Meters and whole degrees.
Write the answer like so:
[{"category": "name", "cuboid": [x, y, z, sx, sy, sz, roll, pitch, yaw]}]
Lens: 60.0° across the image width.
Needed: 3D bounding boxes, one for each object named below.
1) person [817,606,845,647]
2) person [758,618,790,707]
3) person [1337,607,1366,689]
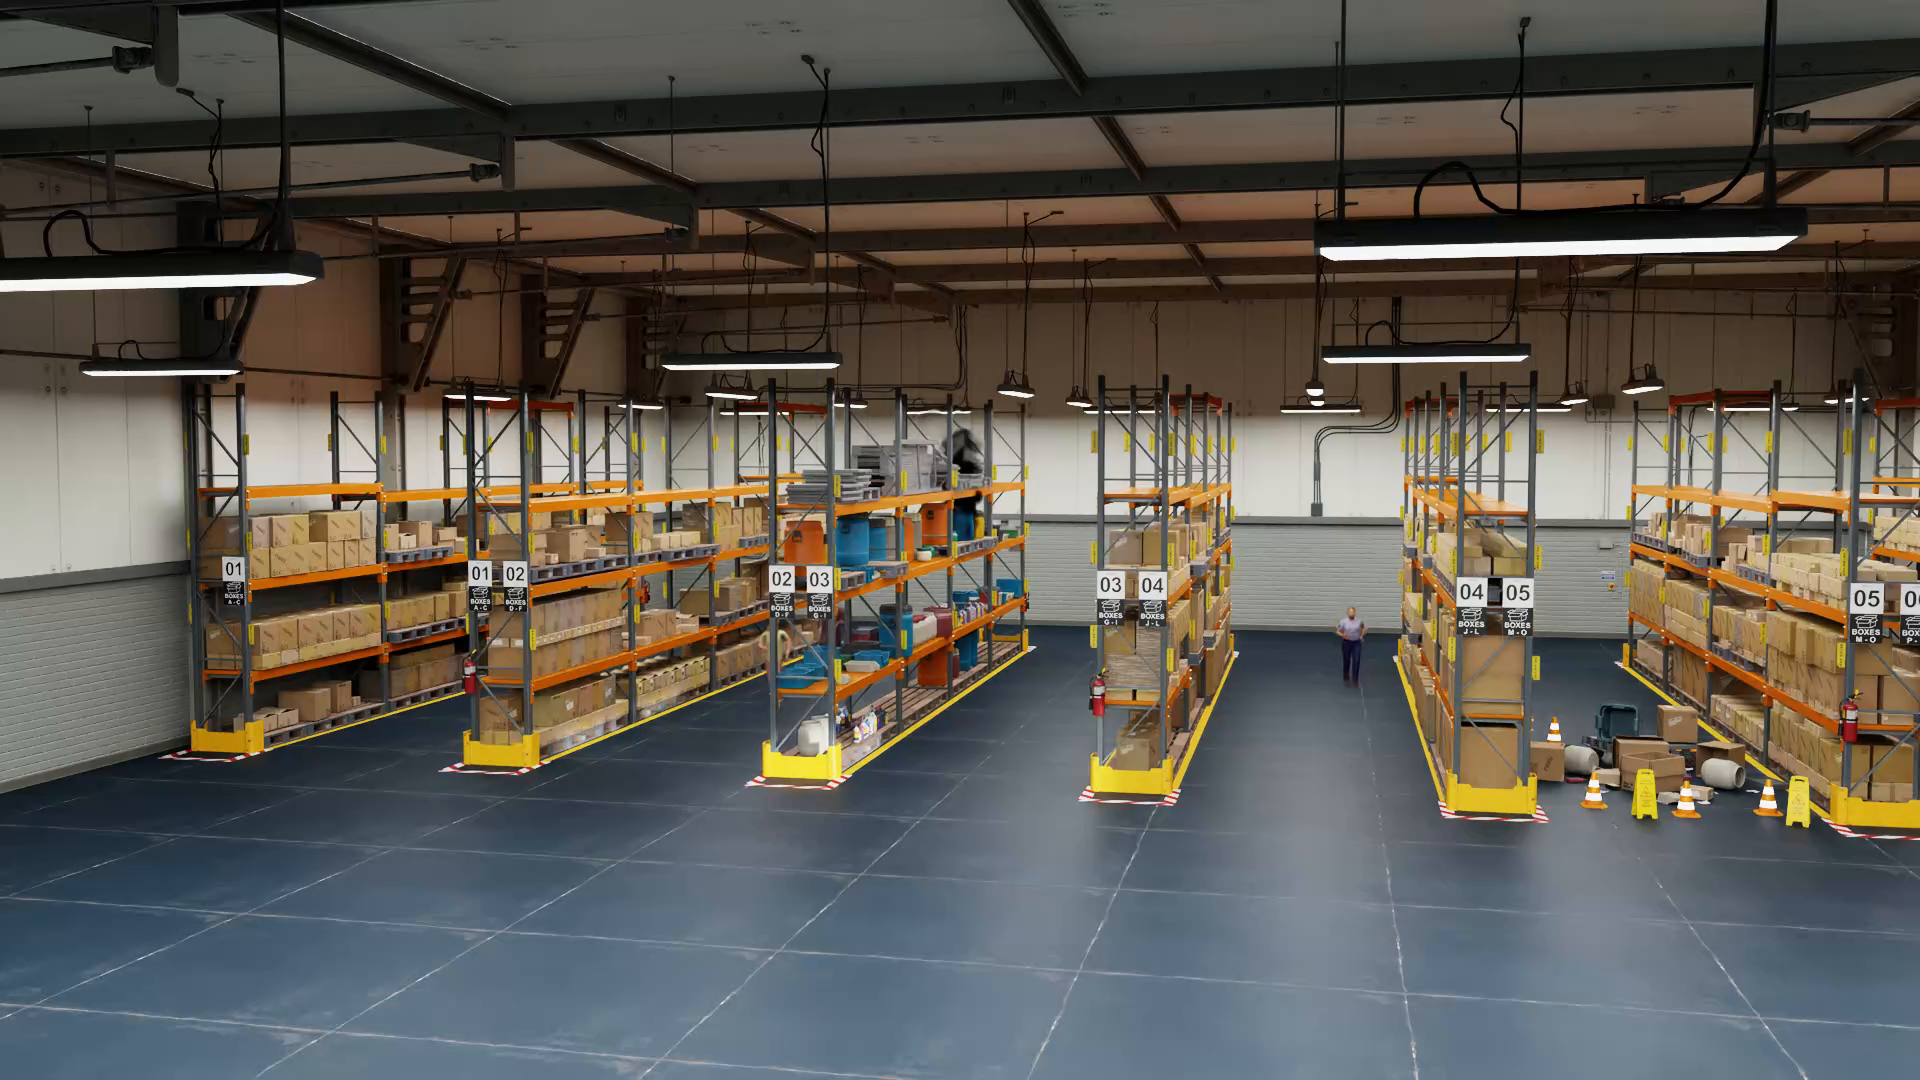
[{"category": "person", "cuboid": [-2.753, 2.084, 35.625, 0.701, 1.839, 0.801, 0, 3, 6]}, {"category": "person", "cuboid": [-3.584, 2.352, 32.025, 0.594, 1.736, 0.729, 0, 3, 4]}, {"category": "person", "cuboid": [8.118, 2.210, 34.495, 0.610, 1.637, 0.920, 0, 3, 7]}]
